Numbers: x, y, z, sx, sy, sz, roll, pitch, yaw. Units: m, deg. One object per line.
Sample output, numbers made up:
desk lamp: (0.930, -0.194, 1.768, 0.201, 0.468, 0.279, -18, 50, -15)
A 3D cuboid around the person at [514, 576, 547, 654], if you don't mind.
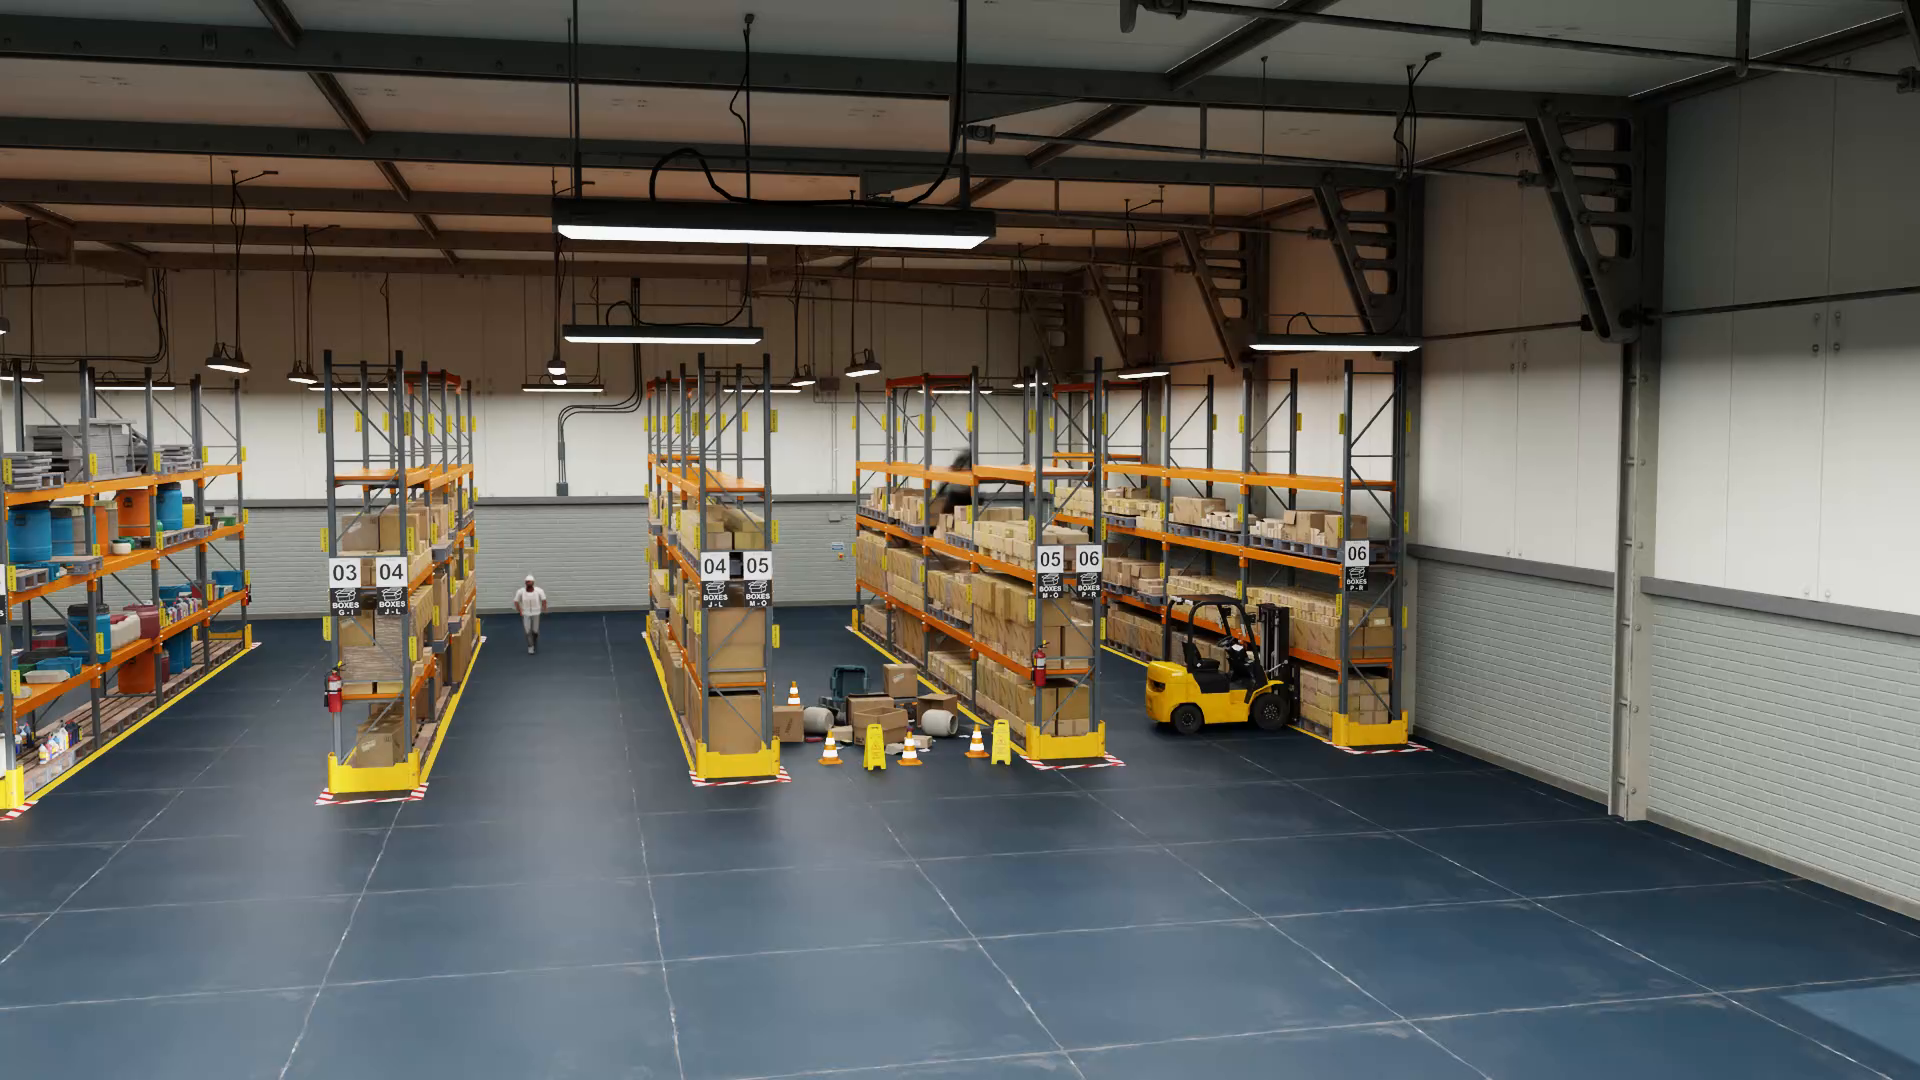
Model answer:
person: (-9.399, 1.623, 36.395, 0.686, 1.712, 0.624, -1, 4, -16)
